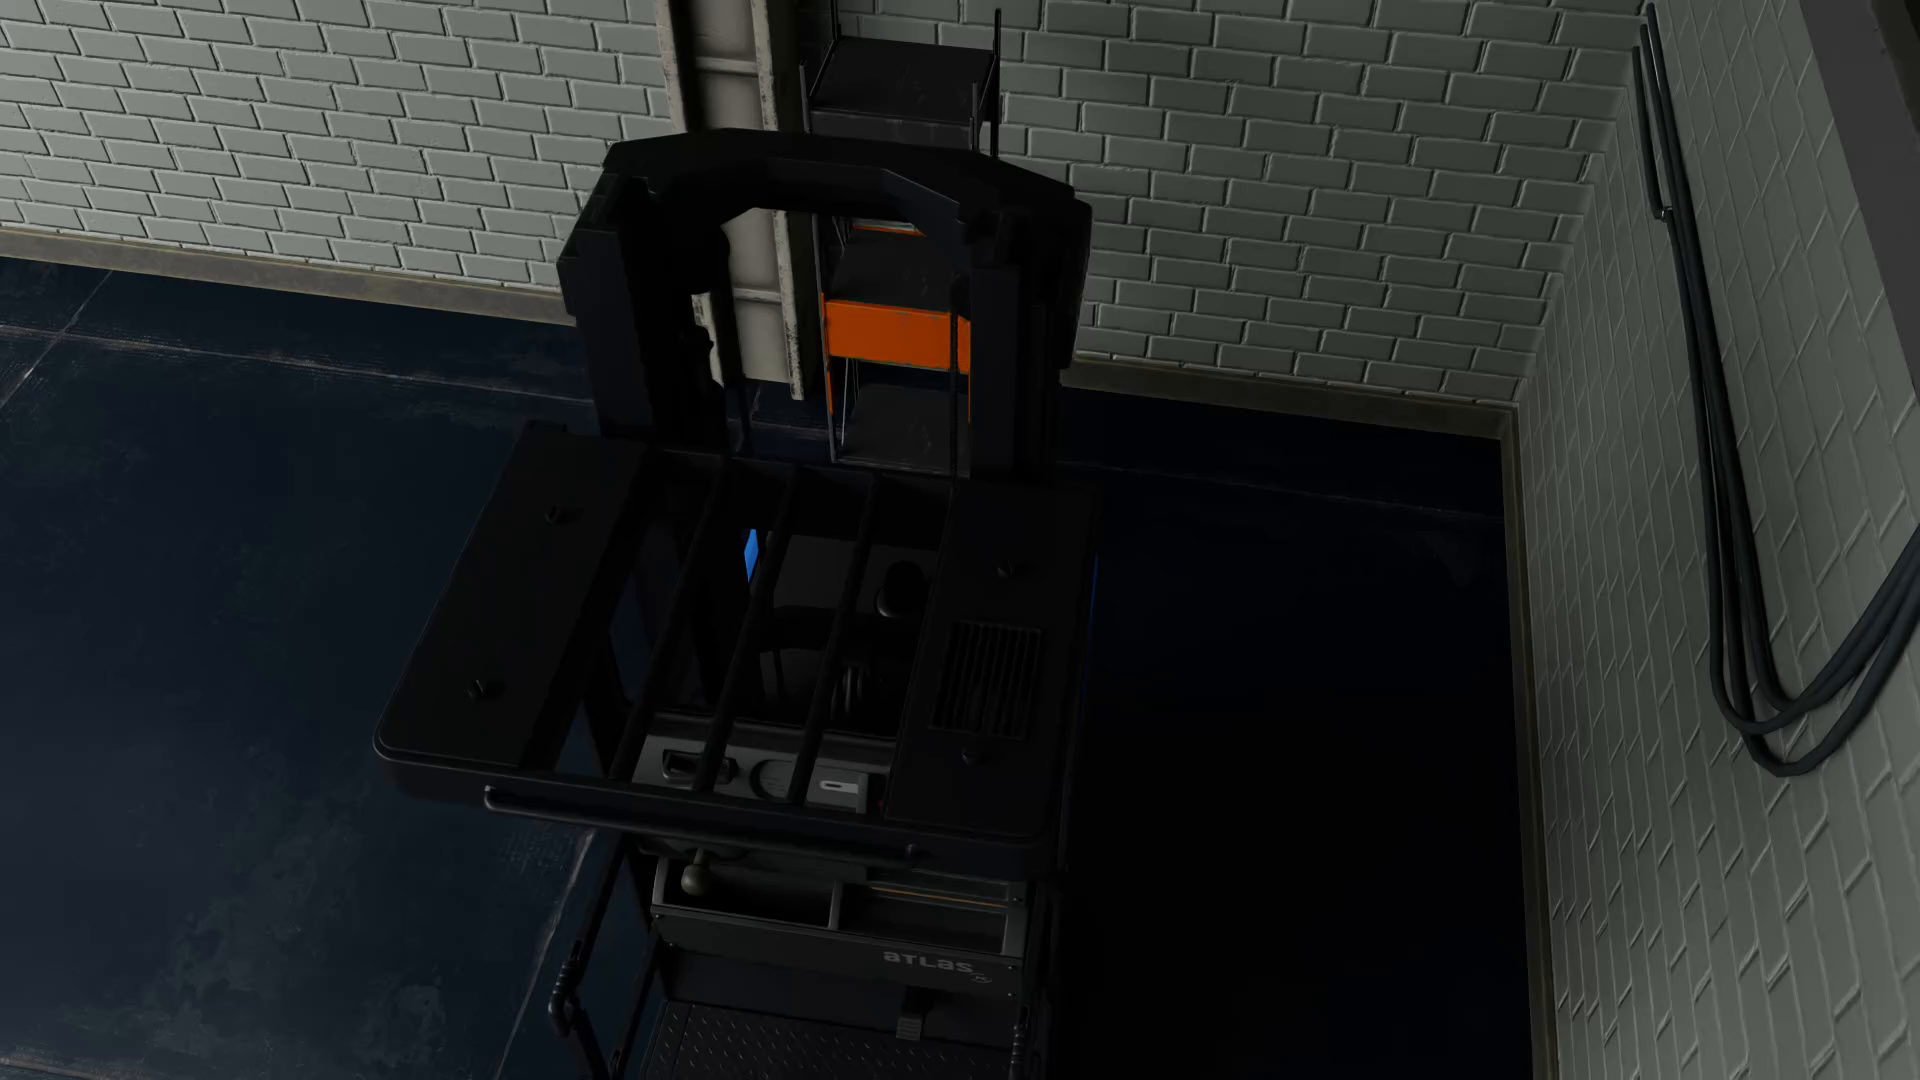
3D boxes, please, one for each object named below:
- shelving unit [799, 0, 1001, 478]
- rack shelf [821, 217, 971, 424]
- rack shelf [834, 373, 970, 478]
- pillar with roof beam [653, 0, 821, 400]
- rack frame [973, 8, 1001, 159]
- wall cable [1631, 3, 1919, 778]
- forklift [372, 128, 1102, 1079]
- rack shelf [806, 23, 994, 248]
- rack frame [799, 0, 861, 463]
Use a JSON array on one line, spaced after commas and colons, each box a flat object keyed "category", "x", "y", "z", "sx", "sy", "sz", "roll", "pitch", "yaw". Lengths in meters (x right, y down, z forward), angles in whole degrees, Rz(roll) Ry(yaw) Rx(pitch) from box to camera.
[{"category": "shelving unit", "x": -0.163, "y": -0.724, "z": 5.489, "sx": 0.503, "sy": 2.100, "sz": 0.431, "roll": 8, "pitch": 49, "yaw": 7}, {"category": "rack shelf", "x": -0.163, "y": -0.715, "z": 5.499, "sx": 0.480, "sy": 0.518, "sz": 0.431, "roll": 8, "pitch": 49, "yaw": 7}, {"category": "rack shelf", "x": -0.163, "y": -0.247, "z": 6.019, "sx": 0.480, "sy": 0.518, "sz": 0.431, "roll": 8, "pitch": 49, "yaw": 7}, {"category": "pillar with roof beam", "x": -1.563, "y": -0.562, "z": 0.706, "sx": 0.400, "sy": 9.000, "sz": 9.100, "roll": 8, "pitch": 49, "yaw": 7}, {"category": "rack frame", "x": 0.077, "y": -0.691, "z": 5.460, "sx": 0.015, "sy": 2.100, "sz": 0.400, "roll": 8, "pitch": 49, "yaw": 7}, {"category": "wall cable", "x": 1.867, "y": -1.318, "z": 3.472, "sx": 0.112, "sy": 2.526, "sz": 3.097, "roll": 8, "pitch": 49, "yaw": 7}, {"category": "forklift", "x": -0.327, "y": 0.747, "z": 3.608, "sx": 1.130, "sy": 2.935, "sz": 3.031, "roll": 7, "pitch": 48, "yaw": 6}, {"category": "rack shelf", "x": -0.163, "y": -1.182, "z": 4.978, "sx": 0.480, "sy": 0.518, "sz": 0.431, "roll": 8, "pitch": 49, "yaw": 7}, {"category": "rack frame", "x": -0.403, "y": -0.756, "z": 5.518, "sx": 0.015, "sy": 2.100, "sz": 0.400, "roll": 8, "pitch": 49, "yaw": 7}]
